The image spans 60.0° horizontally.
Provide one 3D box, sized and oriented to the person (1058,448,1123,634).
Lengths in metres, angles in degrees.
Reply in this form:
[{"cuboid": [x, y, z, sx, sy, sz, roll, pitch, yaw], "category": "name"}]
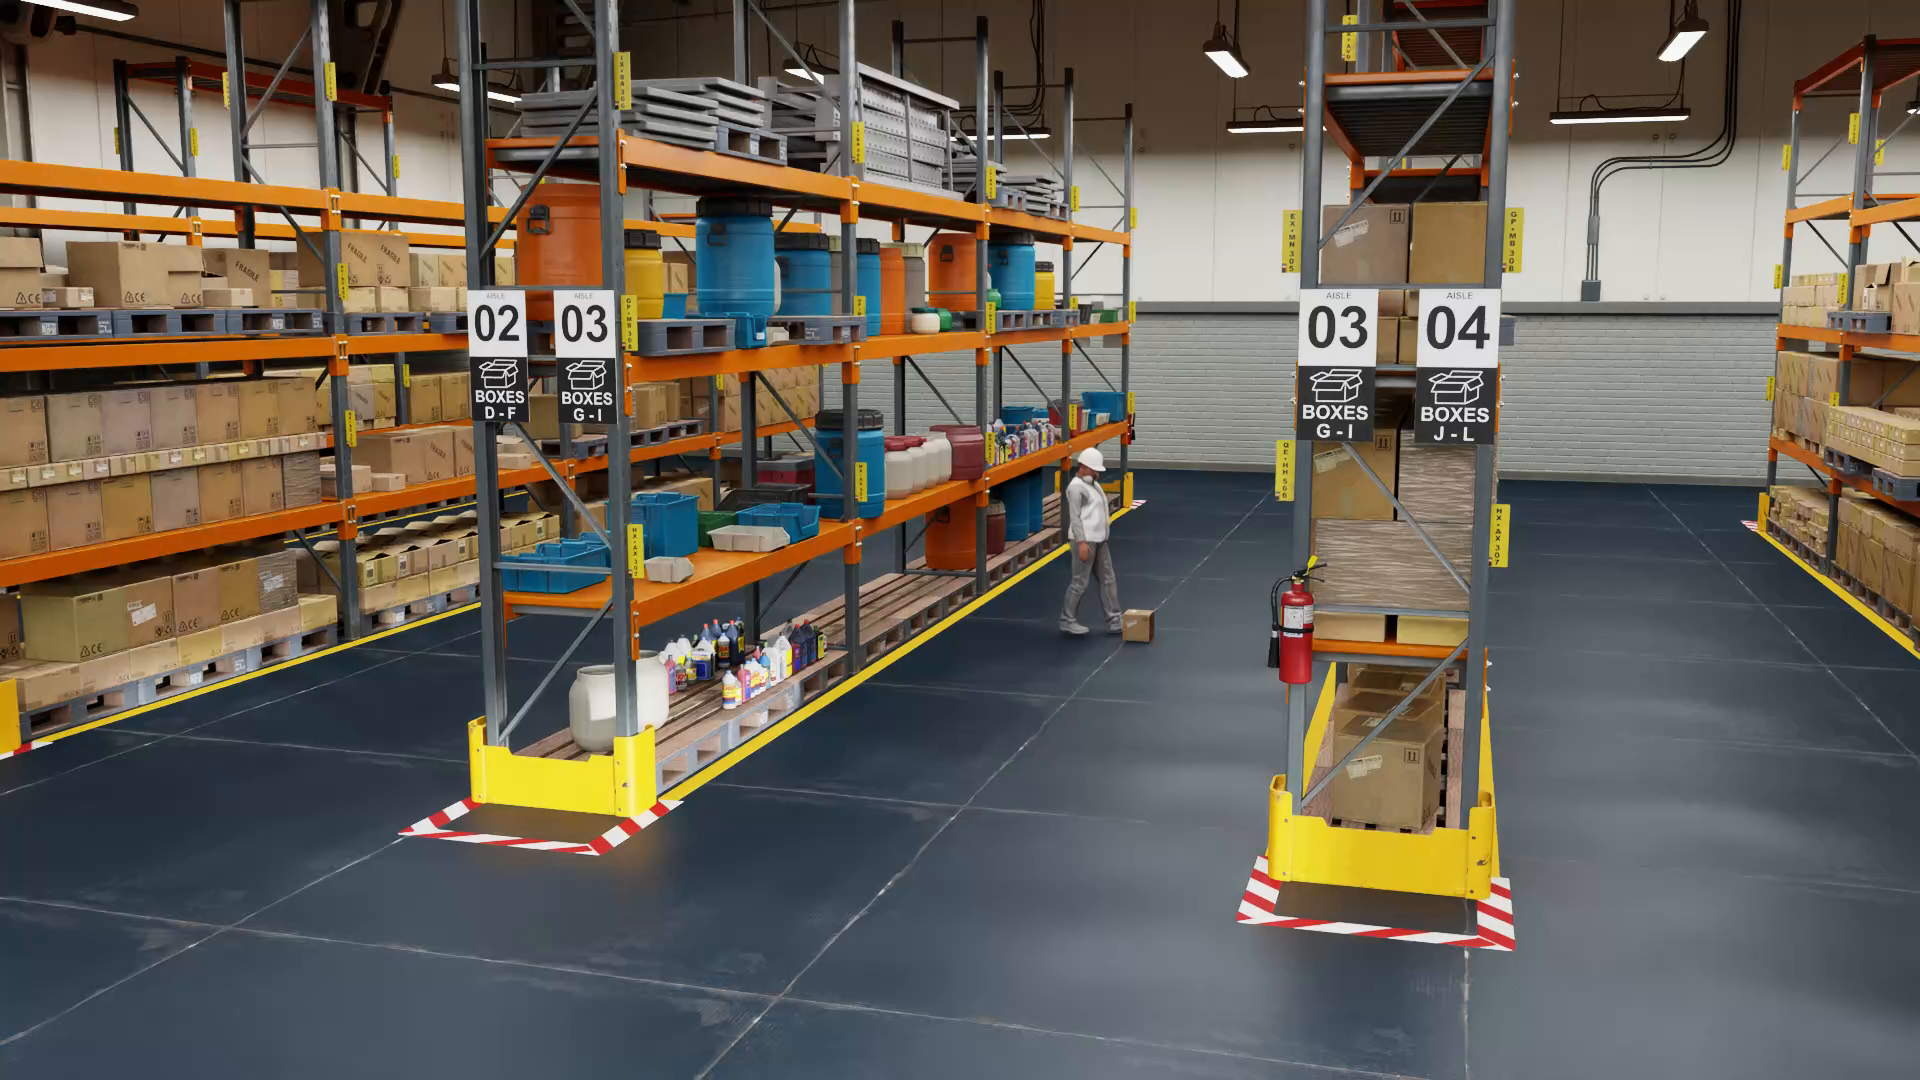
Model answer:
[{"cuboid": [1.293, 0.011, 15.582, 0.736, 1.747, 0.572, 4, 9, 24], "category": "person"}]
